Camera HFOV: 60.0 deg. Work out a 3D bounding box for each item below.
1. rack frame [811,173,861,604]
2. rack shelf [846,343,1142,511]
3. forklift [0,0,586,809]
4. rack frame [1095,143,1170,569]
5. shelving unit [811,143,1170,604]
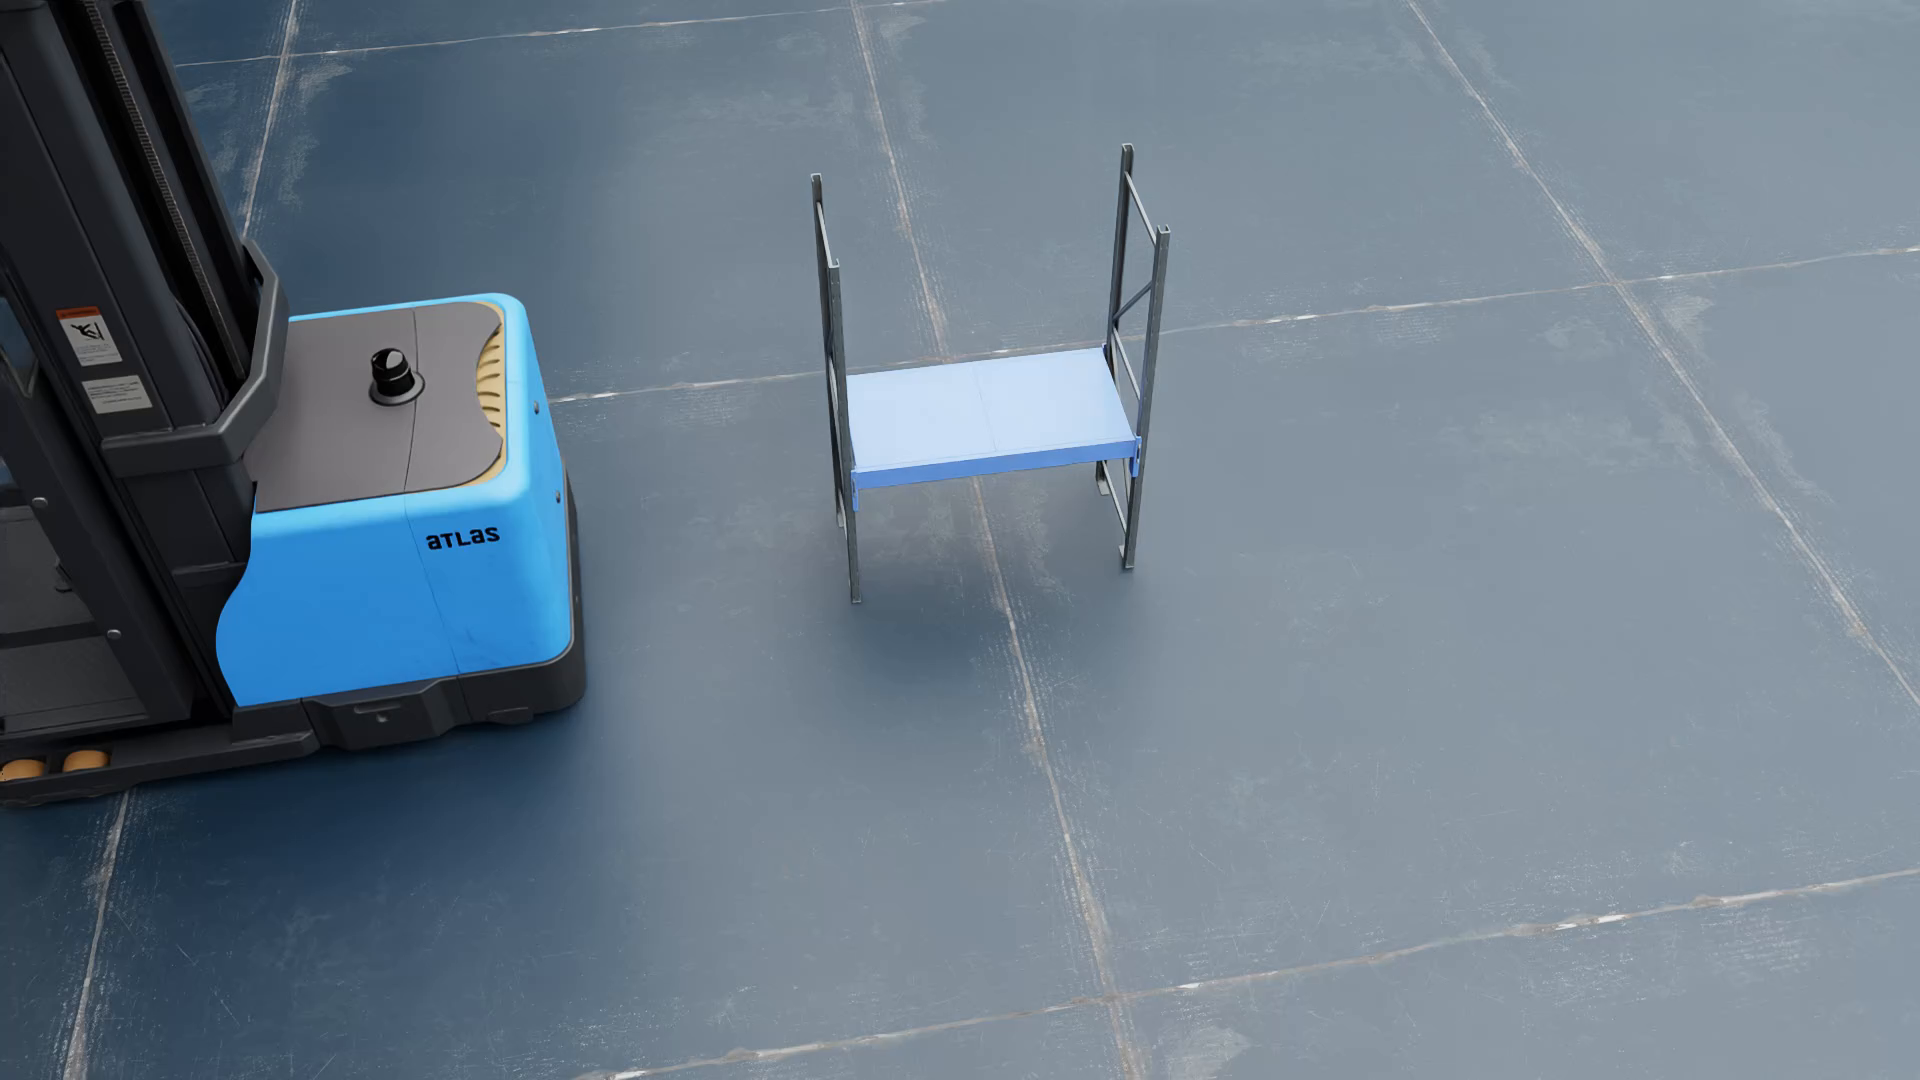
[{"bbox_3d":[-0.417,-0.468,5.660,0.032,1.500,0.500,-7,46,-7],"label":"rack frame"},{"bbox_3d":[0.084,-0.406,5.850,1.000,0.185,0.538,-7,46,-7],"label":"rack shelf"},{"bbox_3d":[-2.846,-0.565,4.759,3.031,2.935,1.130,-8,47,-8],"label":"forklift"},{"bbox_3d":[0.585,-0.593,5.780,0.032,1.500,0.500,-7,46,-7],"label":"rack frame"},{"bbox_3d":[0.084,-0.531,5.720,1.048,1.500,0.538,-7,46,-7],"label":"shelving unit"}]
